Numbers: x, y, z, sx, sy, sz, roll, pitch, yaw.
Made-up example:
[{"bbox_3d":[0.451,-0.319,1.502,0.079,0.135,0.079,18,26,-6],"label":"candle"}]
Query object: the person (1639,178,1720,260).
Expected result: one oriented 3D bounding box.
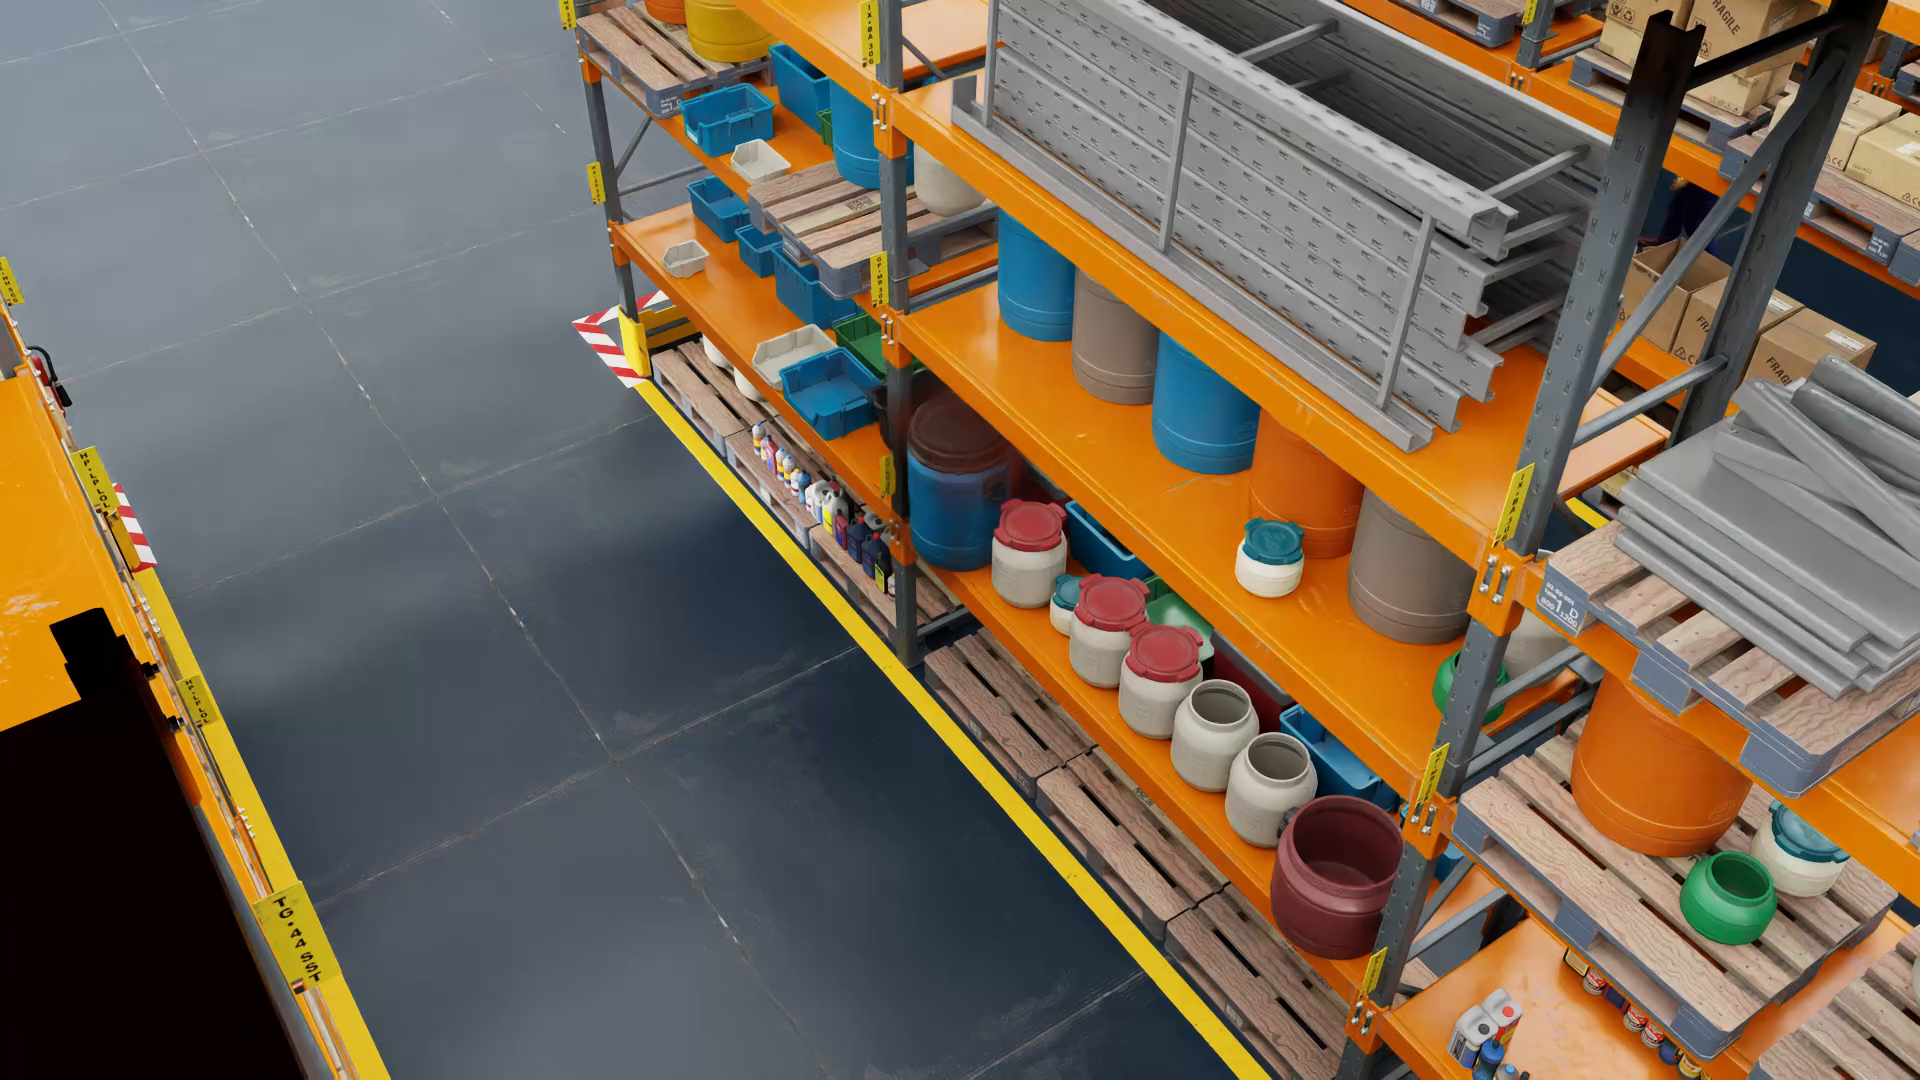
[{"bbox_3d":[6.196,-2.997,13.814,0.740,1.647,0.568,21,46,21],"label":"person"}]
